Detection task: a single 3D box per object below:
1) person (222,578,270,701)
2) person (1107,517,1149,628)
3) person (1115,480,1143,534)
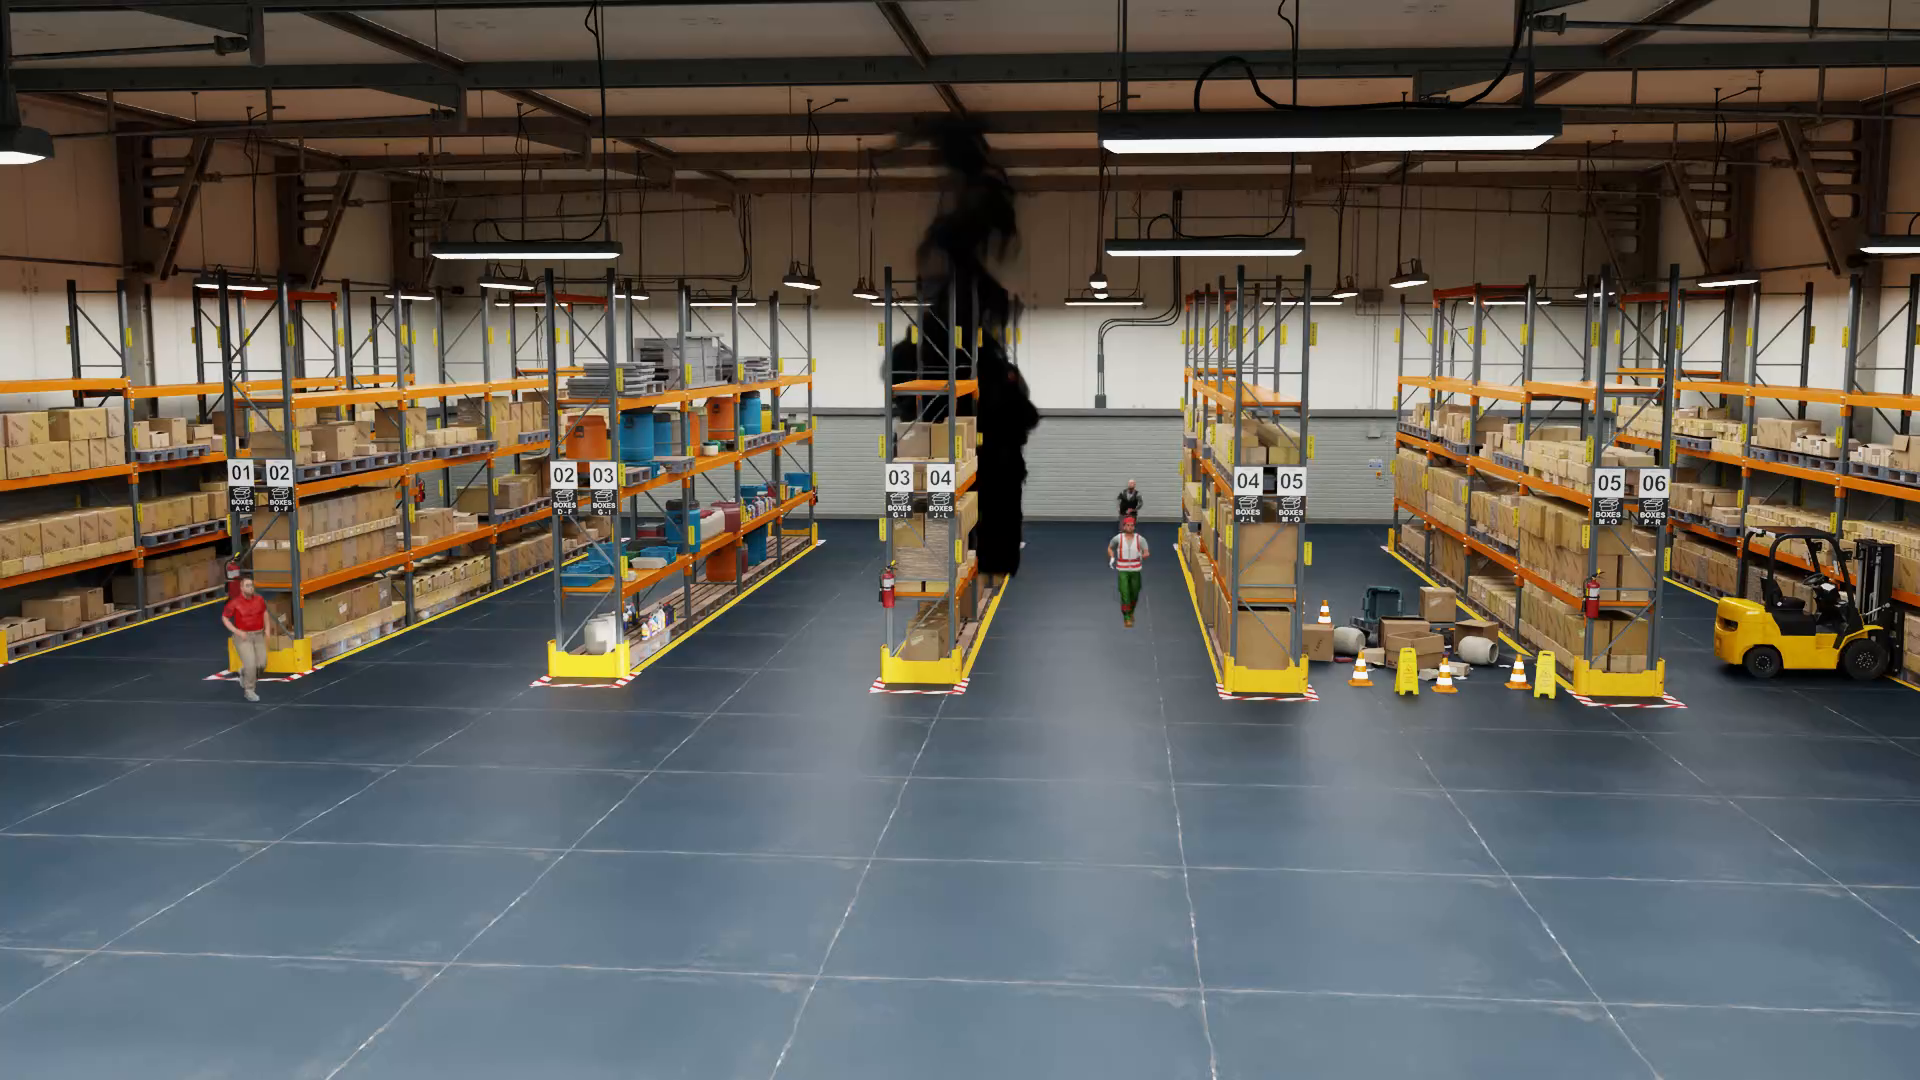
[{"bbox_3d":[-9.955,1.368,23.199,0.627,1.694,0.698,5,8,33],"label":"person"},{"bbox_3d":[2.770,0.523,27.217,0.666,1.801,0.903,0,7,-3],"label":"person"},{"bbox_3d":[3.999,-0.598,39.329,0.642,1.659,0.537,0,7,4],"label":"person"}]
